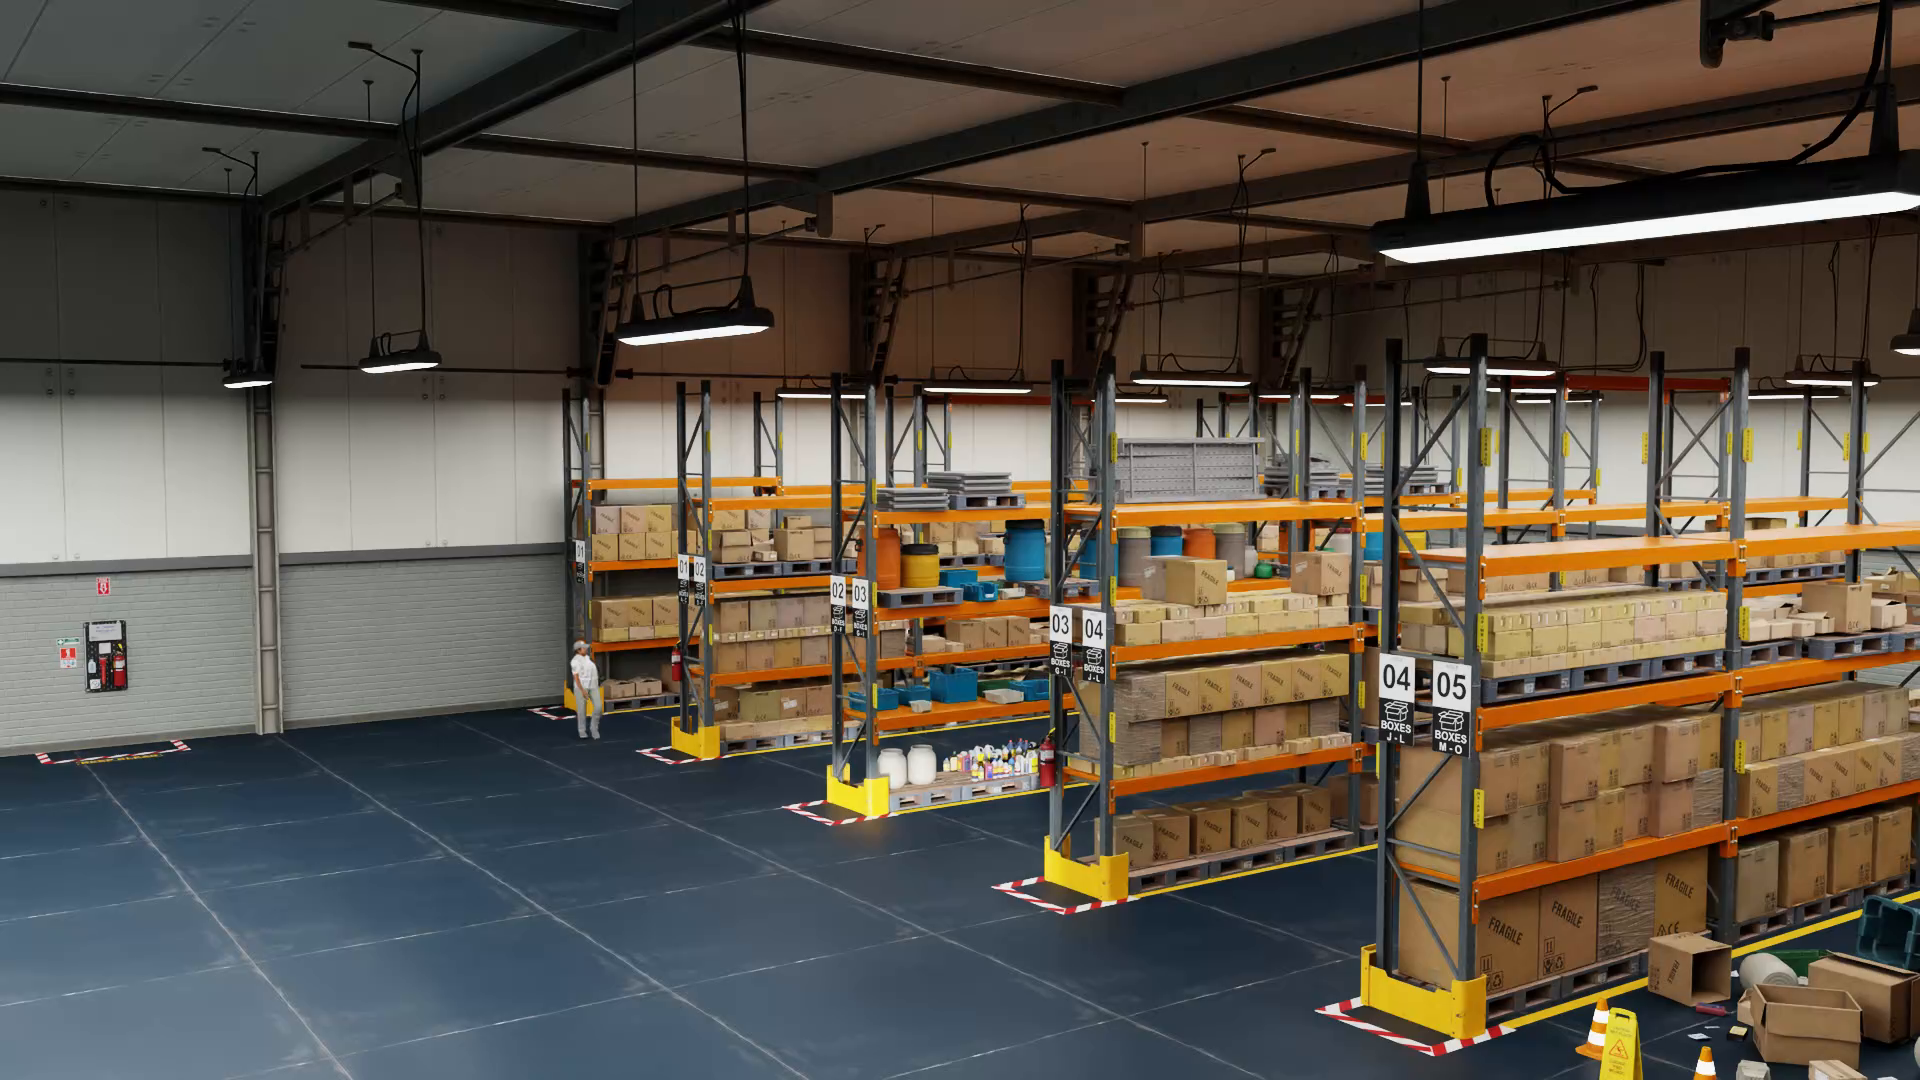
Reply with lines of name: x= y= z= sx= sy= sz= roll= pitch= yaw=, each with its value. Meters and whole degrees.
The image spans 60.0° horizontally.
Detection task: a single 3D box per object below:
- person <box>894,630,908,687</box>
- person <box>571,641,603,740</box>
person: x=-1.255 y=2.255 z=32.565 sx=0.964 sy=1.644 sz=0.447 roll=-3 pitch=5 yaw=-42
person: x=-6.307 y=2.543 z=28.050 sx=0.506 sy=1.683 sz=0.535 roll=-2 pitch=4 yaw=-25
